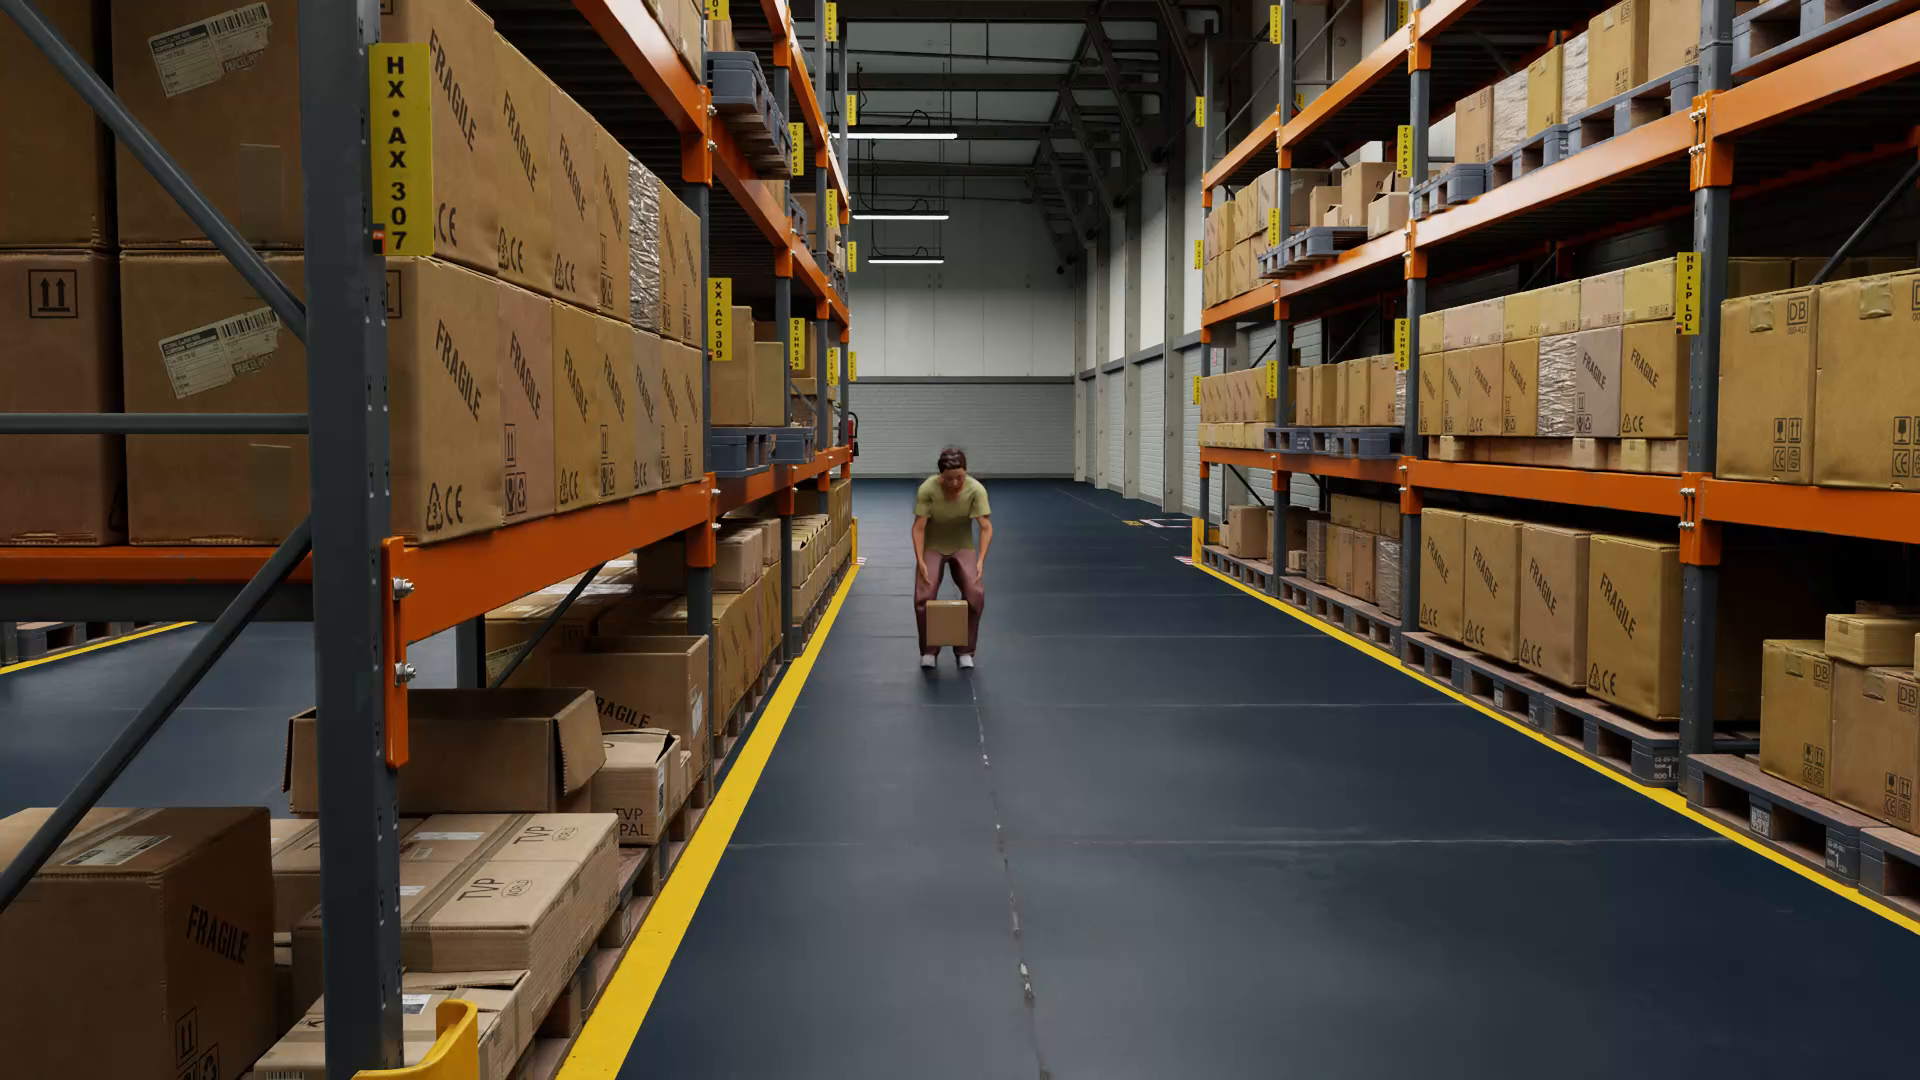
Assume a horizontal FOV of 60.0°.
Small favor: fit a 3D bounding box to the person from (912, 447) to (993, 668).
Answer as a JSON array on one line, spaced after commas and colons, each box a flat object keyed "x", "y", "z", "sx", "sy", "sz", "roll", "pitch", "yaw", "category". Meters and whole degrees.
[{"x": -0.049, "y": 0.110, "z": 10.488, "sx": 0.510, "sy": 1.391, "sz": 0.634, "roll": 0, "pitch": 4, "yaw": 0, "category": "person"}]
